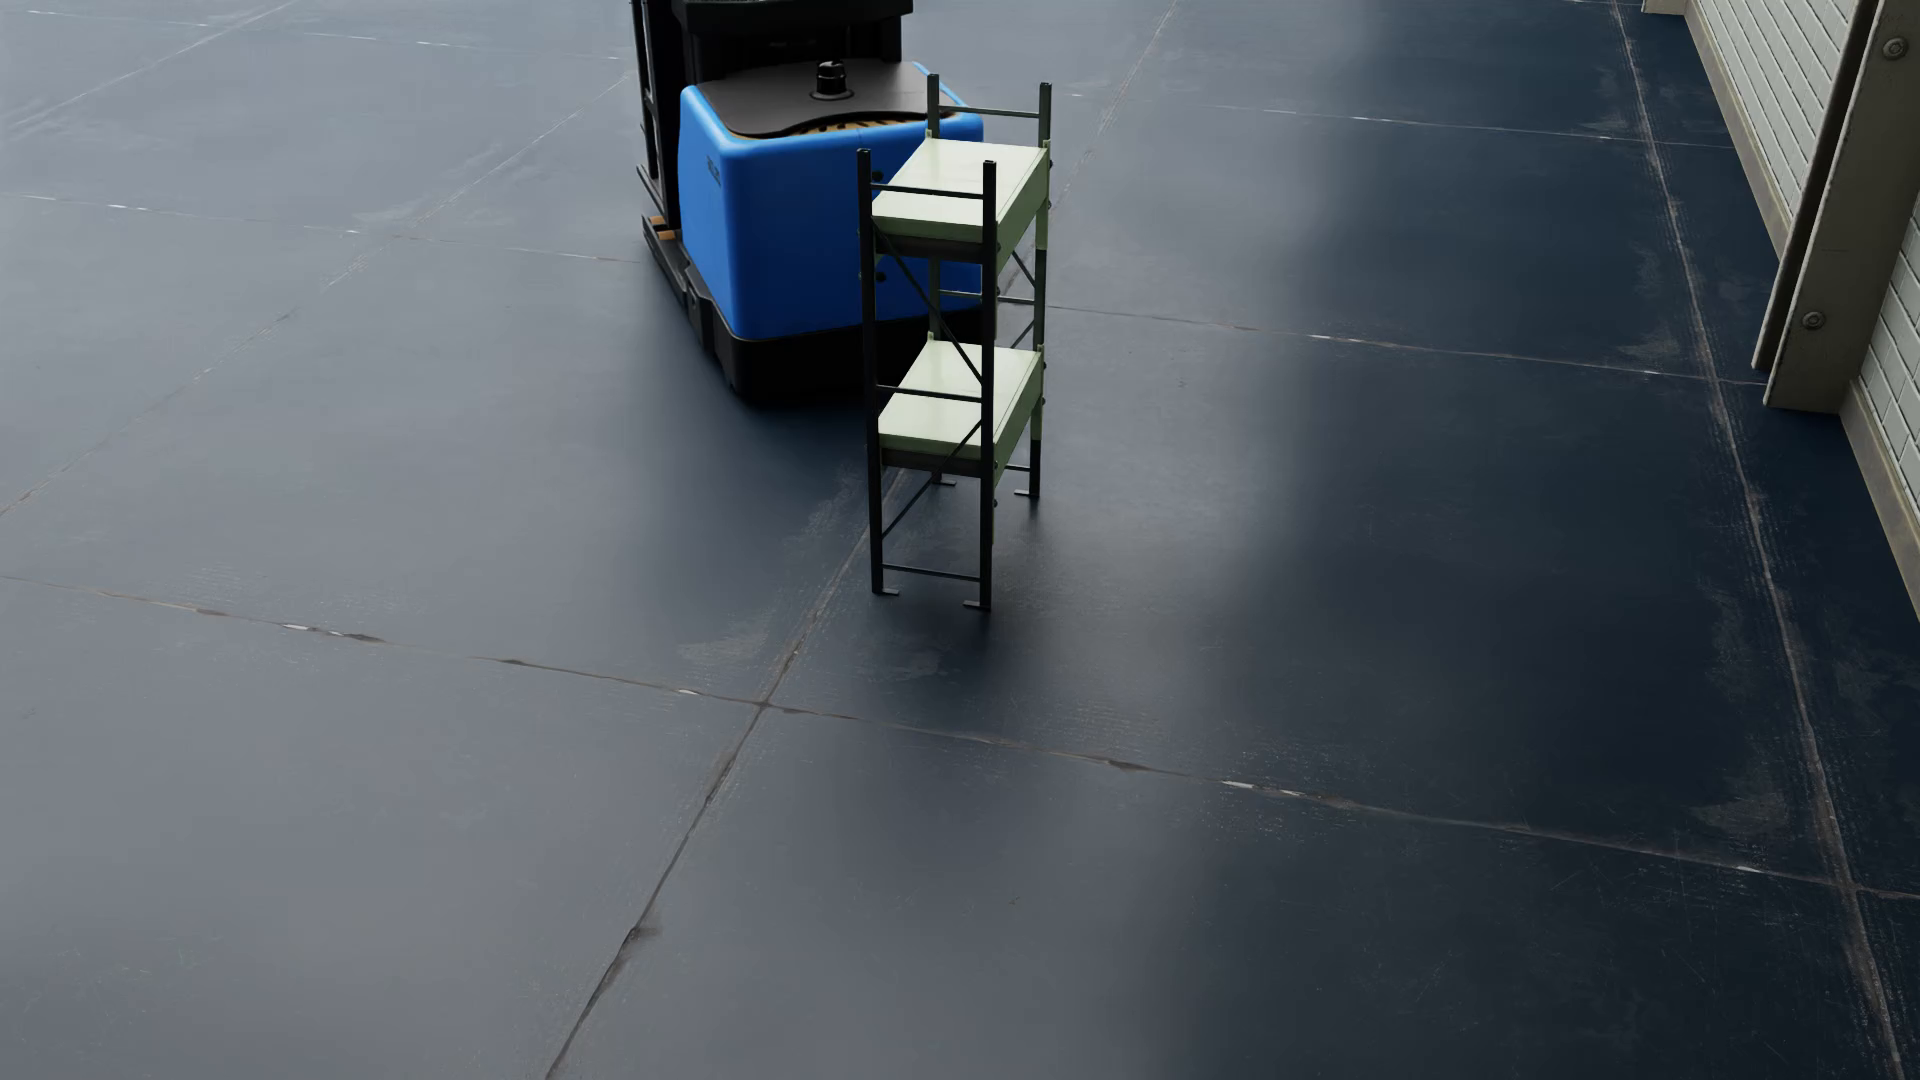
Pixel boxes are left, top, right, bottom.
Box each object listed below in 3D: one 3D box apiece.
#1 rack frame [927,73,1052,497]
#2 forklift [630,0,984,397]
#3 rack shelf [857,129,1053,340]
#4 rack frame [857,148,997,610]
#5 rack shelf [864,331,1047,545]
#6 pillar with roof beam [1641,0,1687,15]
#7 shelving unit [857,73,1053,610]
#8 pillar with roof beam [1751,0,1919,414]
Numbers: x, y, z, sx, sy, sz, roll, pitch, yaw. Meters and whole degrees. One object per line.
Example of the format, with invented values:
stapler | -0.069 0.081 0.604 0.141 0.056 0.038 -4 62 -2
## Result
rack frame | 0.091 -0.819 5.641 0.400 1.500 0.023 8 33 12
forklift | -0.867 -2.579 7.074 1.130 2.935 3.031 -11 34 -16
rack shelf | -0.002 -0.959 5.133 0.431 0.370 0.720 8 33 12
rack frame | -0.095 -0.440 5.043 0.400 1.500 0.023 8 33 12
rack shelf | -0.002 -0.354 5.517 0.431 0.370 0.720 8 33 12
pillar with roof beam | 0.745 -8.110 10.119 9.100 9.000 0.400 8 33 12
shelving unit | -0.002 -0.629 5.342 0.431 1.500 0.755 8 33 12
pillar with roof beam | -0.778 -4.996 5.221 9.100 9.000 0.400 8 33 12
